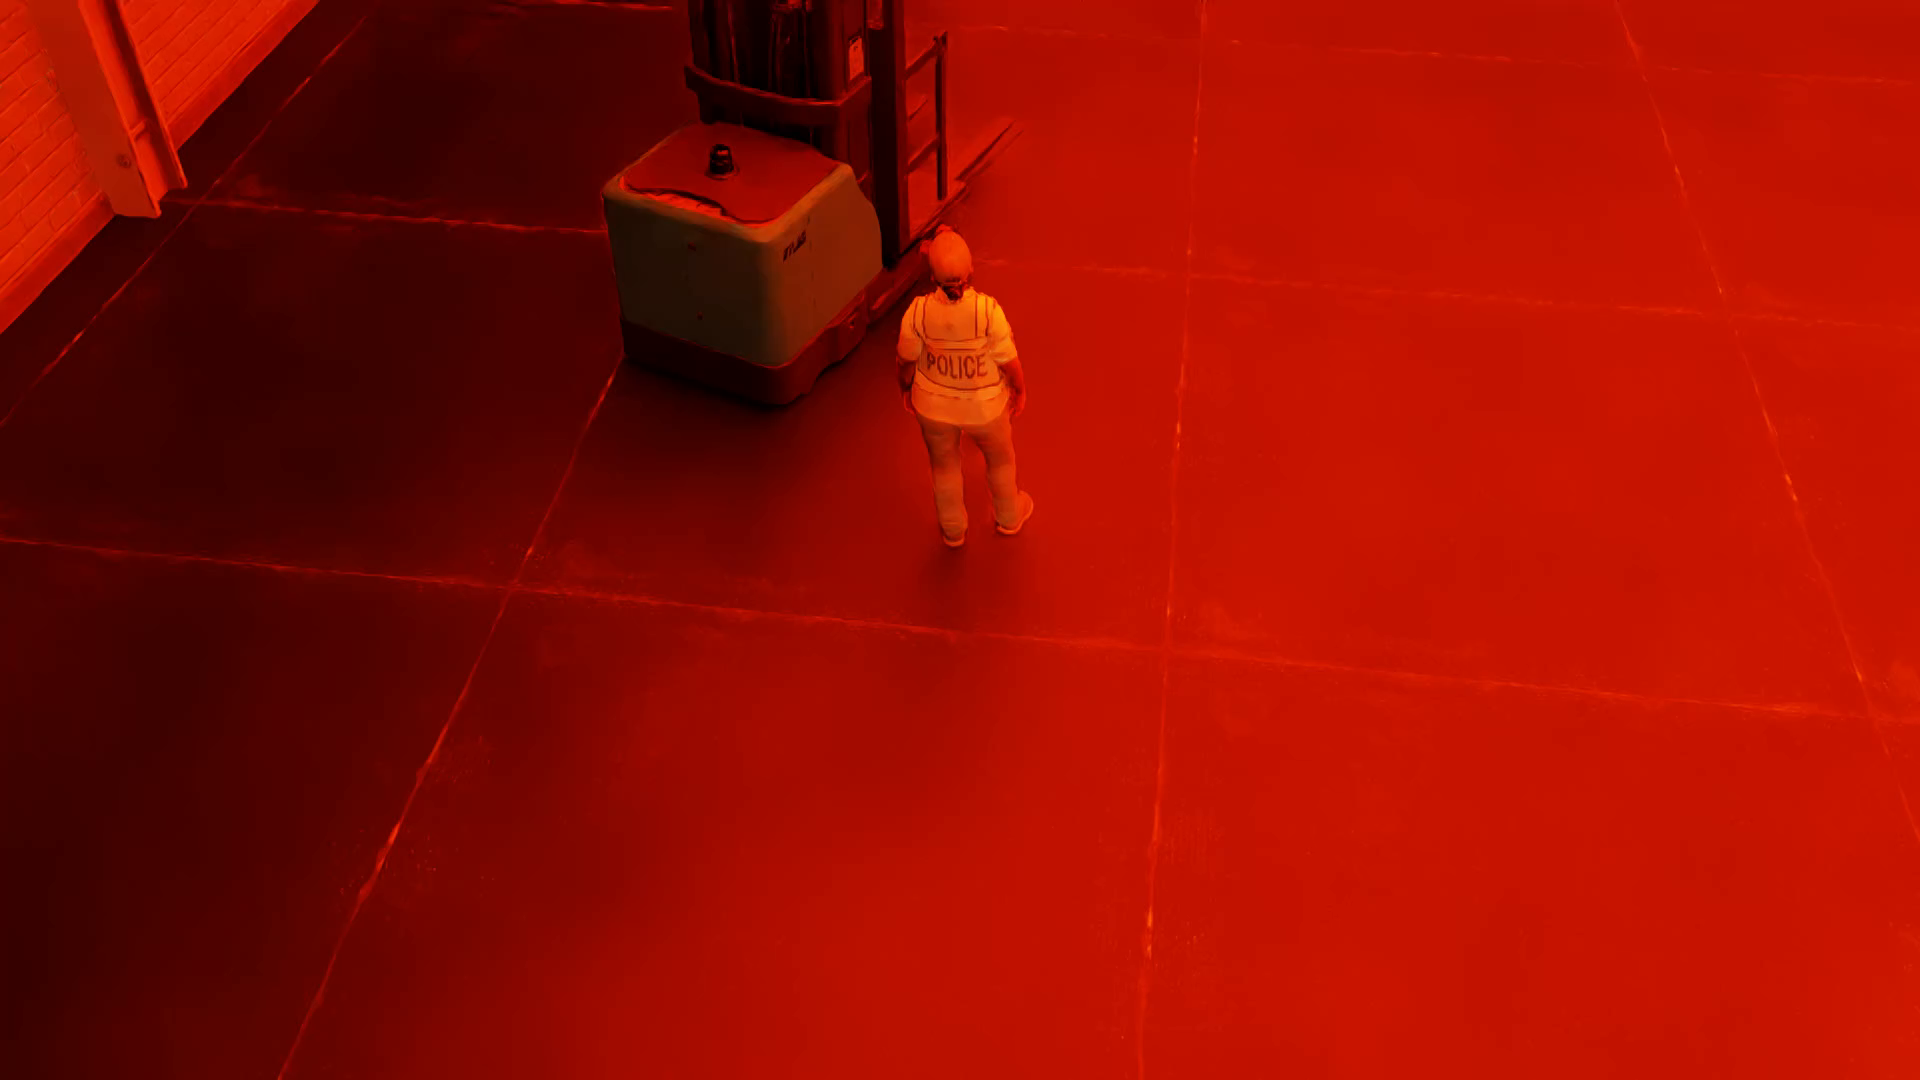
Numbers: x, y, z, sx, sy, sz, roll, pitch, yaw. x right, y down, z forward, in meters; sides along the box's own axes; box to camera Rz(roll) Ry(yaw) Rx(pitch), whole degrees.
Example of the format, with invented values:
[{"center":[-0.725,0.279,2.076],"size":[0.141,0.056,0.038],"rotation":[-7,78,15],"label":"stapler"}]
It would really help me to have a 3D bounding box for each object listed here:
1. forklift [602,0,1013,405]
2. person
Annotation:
[{"center":[-0.663,-2.764,8.733],"size":[1.130,2.935,3.031],"rotation":[19,46,20],"label":"forklift"},{"center":[0.033,-0.669,7.376],"size":[0.598,1.669,0.529],"rotation":[5,43,6],"label":"person"}]
